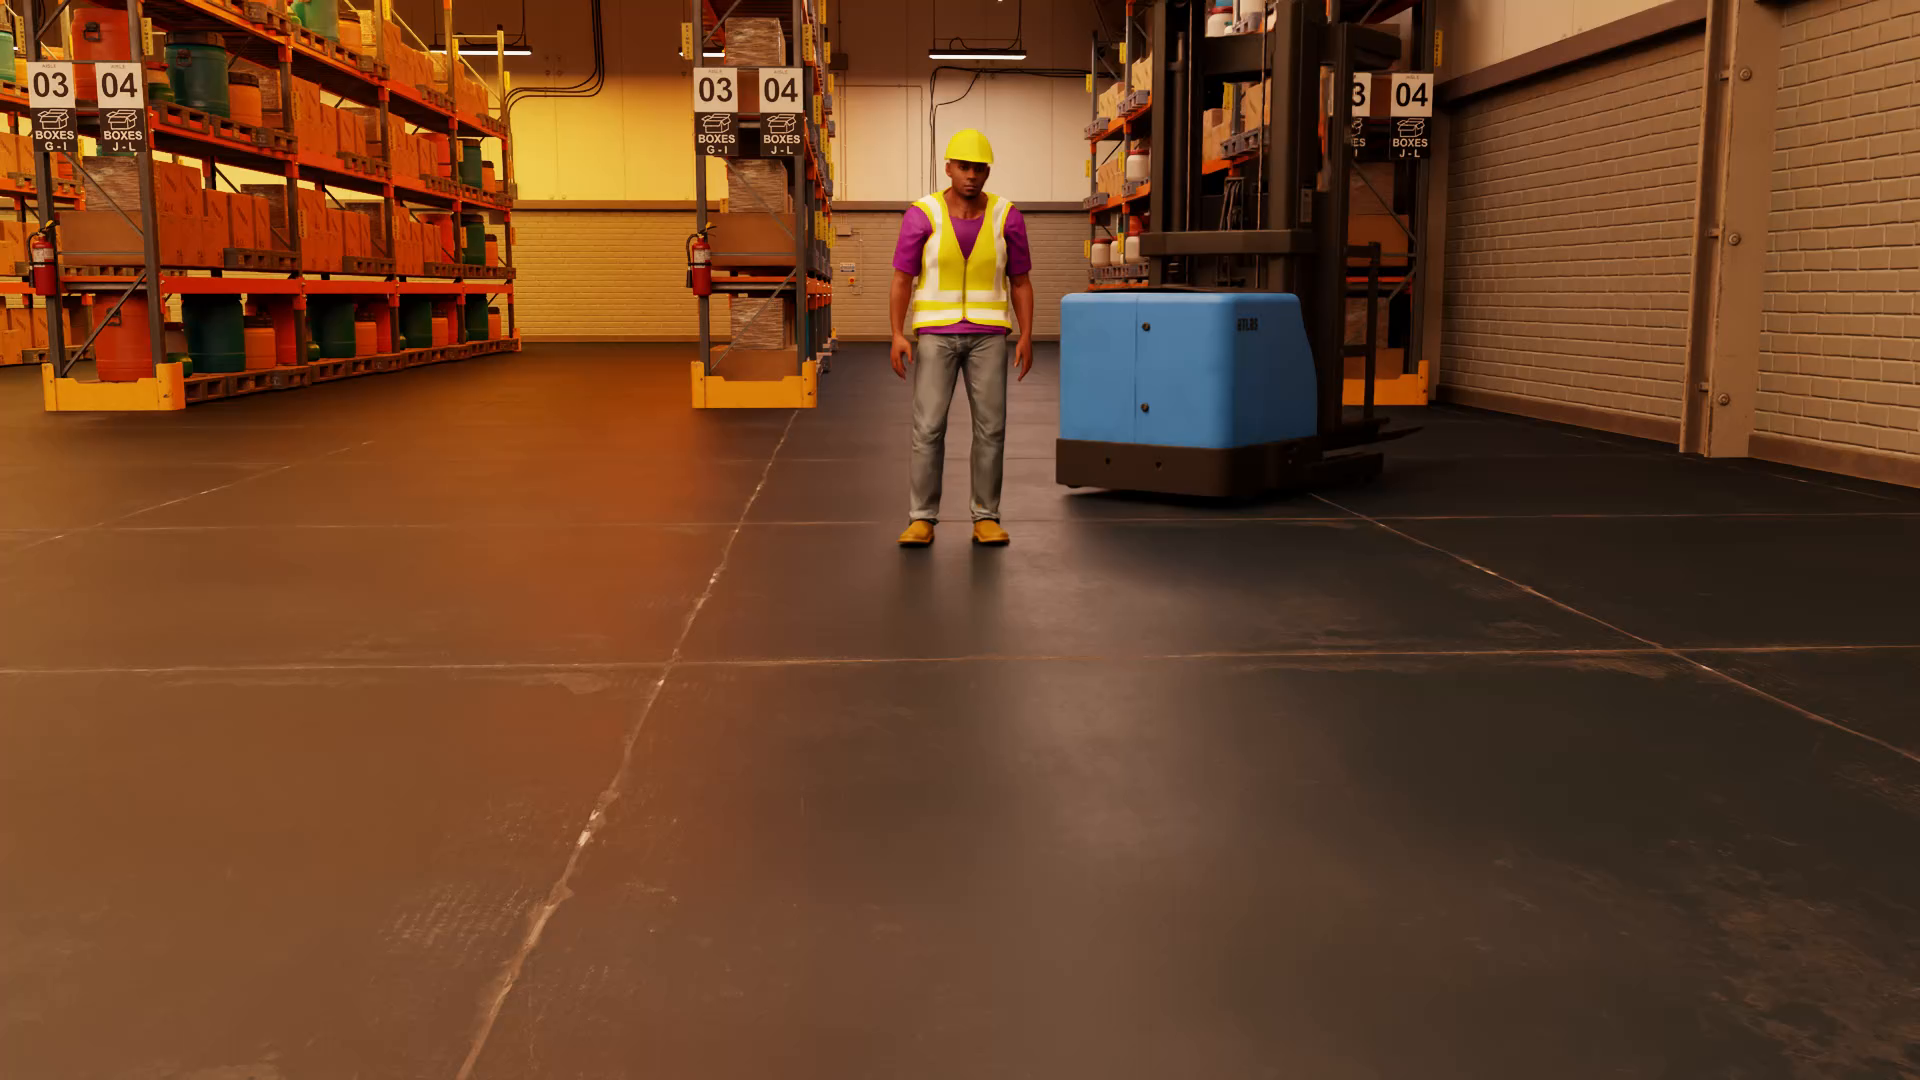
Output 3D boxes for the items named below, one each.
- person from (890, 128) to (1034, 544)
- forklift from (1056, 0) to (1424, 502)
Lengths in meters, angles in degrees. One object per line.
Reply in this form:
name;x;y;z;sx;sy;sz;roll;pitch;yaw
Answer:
person;0.011;-0.863;7.142;0.626;1.760;0.460;-1;8;-5
forklift;1.804;-1.810;9.518;1.130;2.935;3.031;6;11;37
